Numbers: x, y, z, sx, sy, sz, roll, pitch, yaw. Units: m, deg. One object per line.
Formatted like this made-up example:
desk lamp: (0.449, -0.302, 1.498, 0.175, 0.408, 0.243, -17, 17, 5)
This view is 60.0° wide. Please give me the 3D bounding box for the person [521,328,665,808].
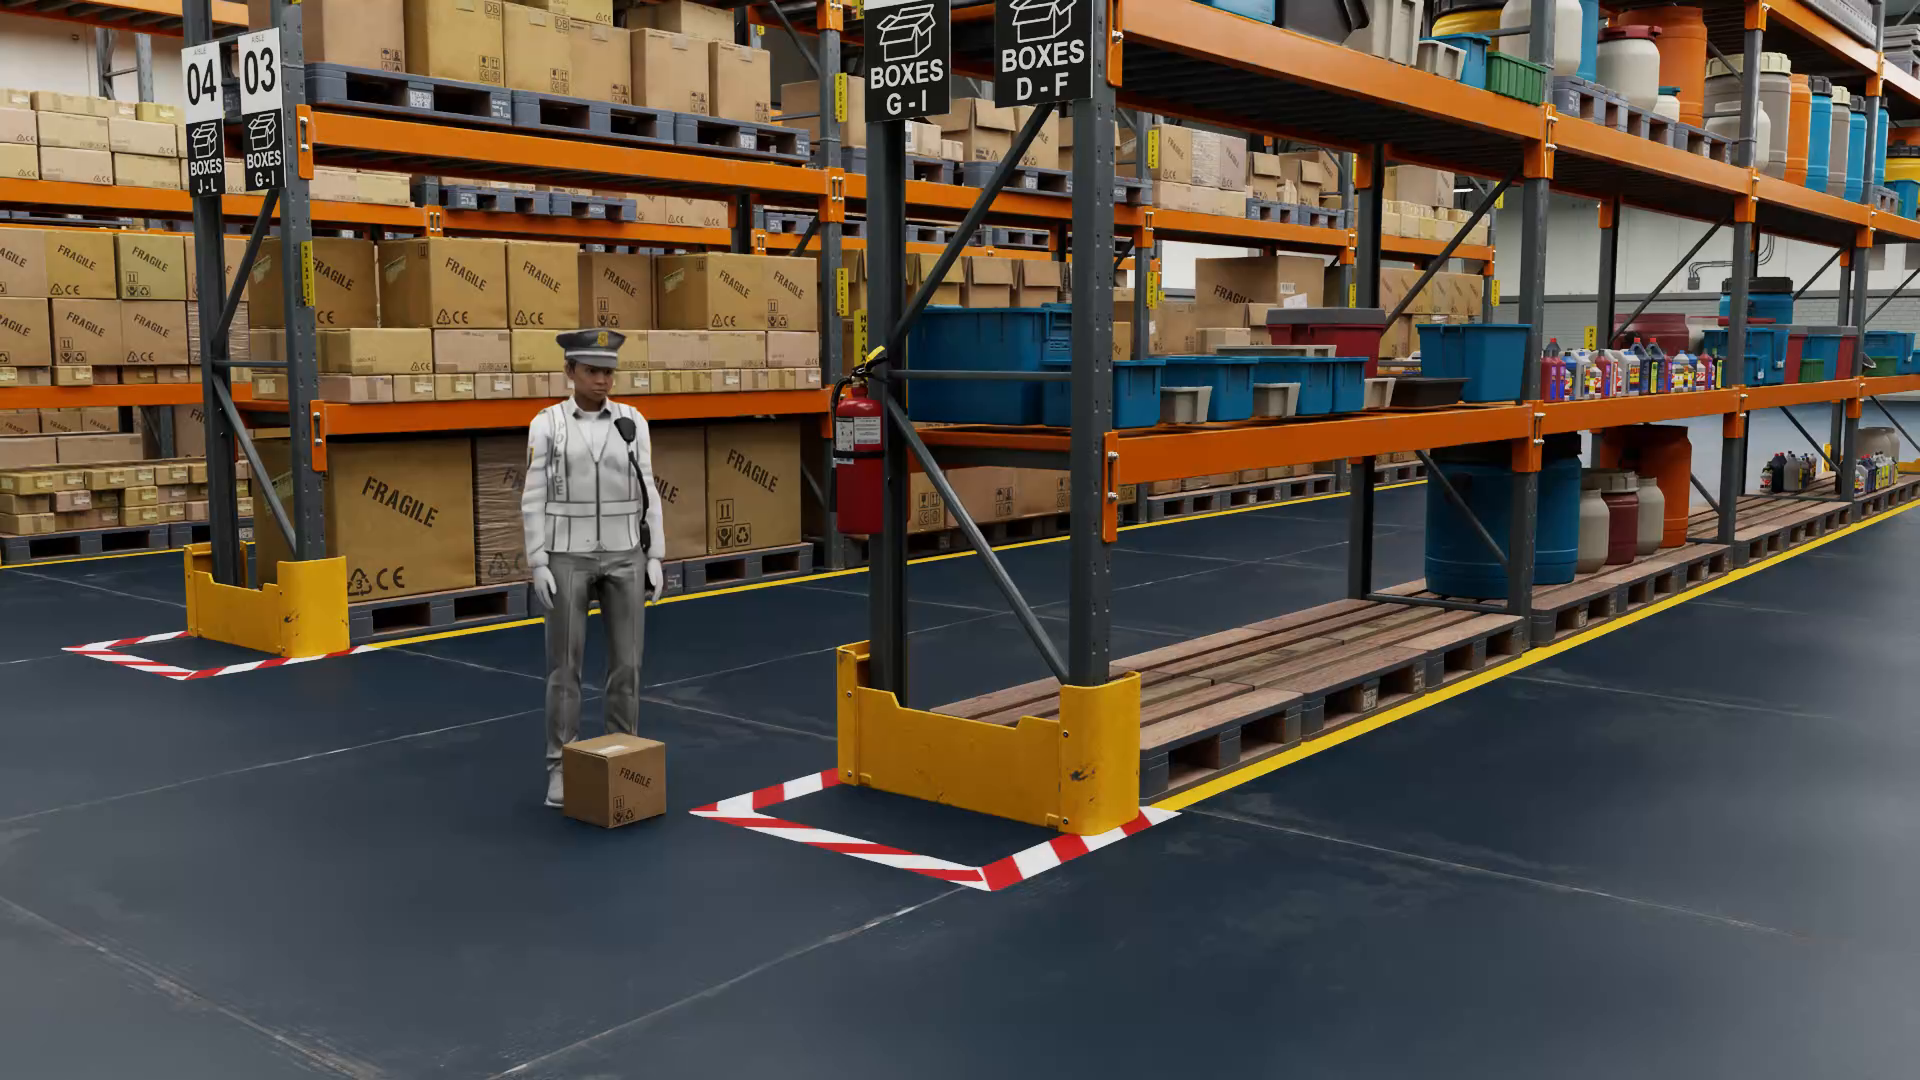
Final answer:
person: (-1.300, 0.113, 5.945, 0.498, 1.725, 0.331, -3, 7, -21)
